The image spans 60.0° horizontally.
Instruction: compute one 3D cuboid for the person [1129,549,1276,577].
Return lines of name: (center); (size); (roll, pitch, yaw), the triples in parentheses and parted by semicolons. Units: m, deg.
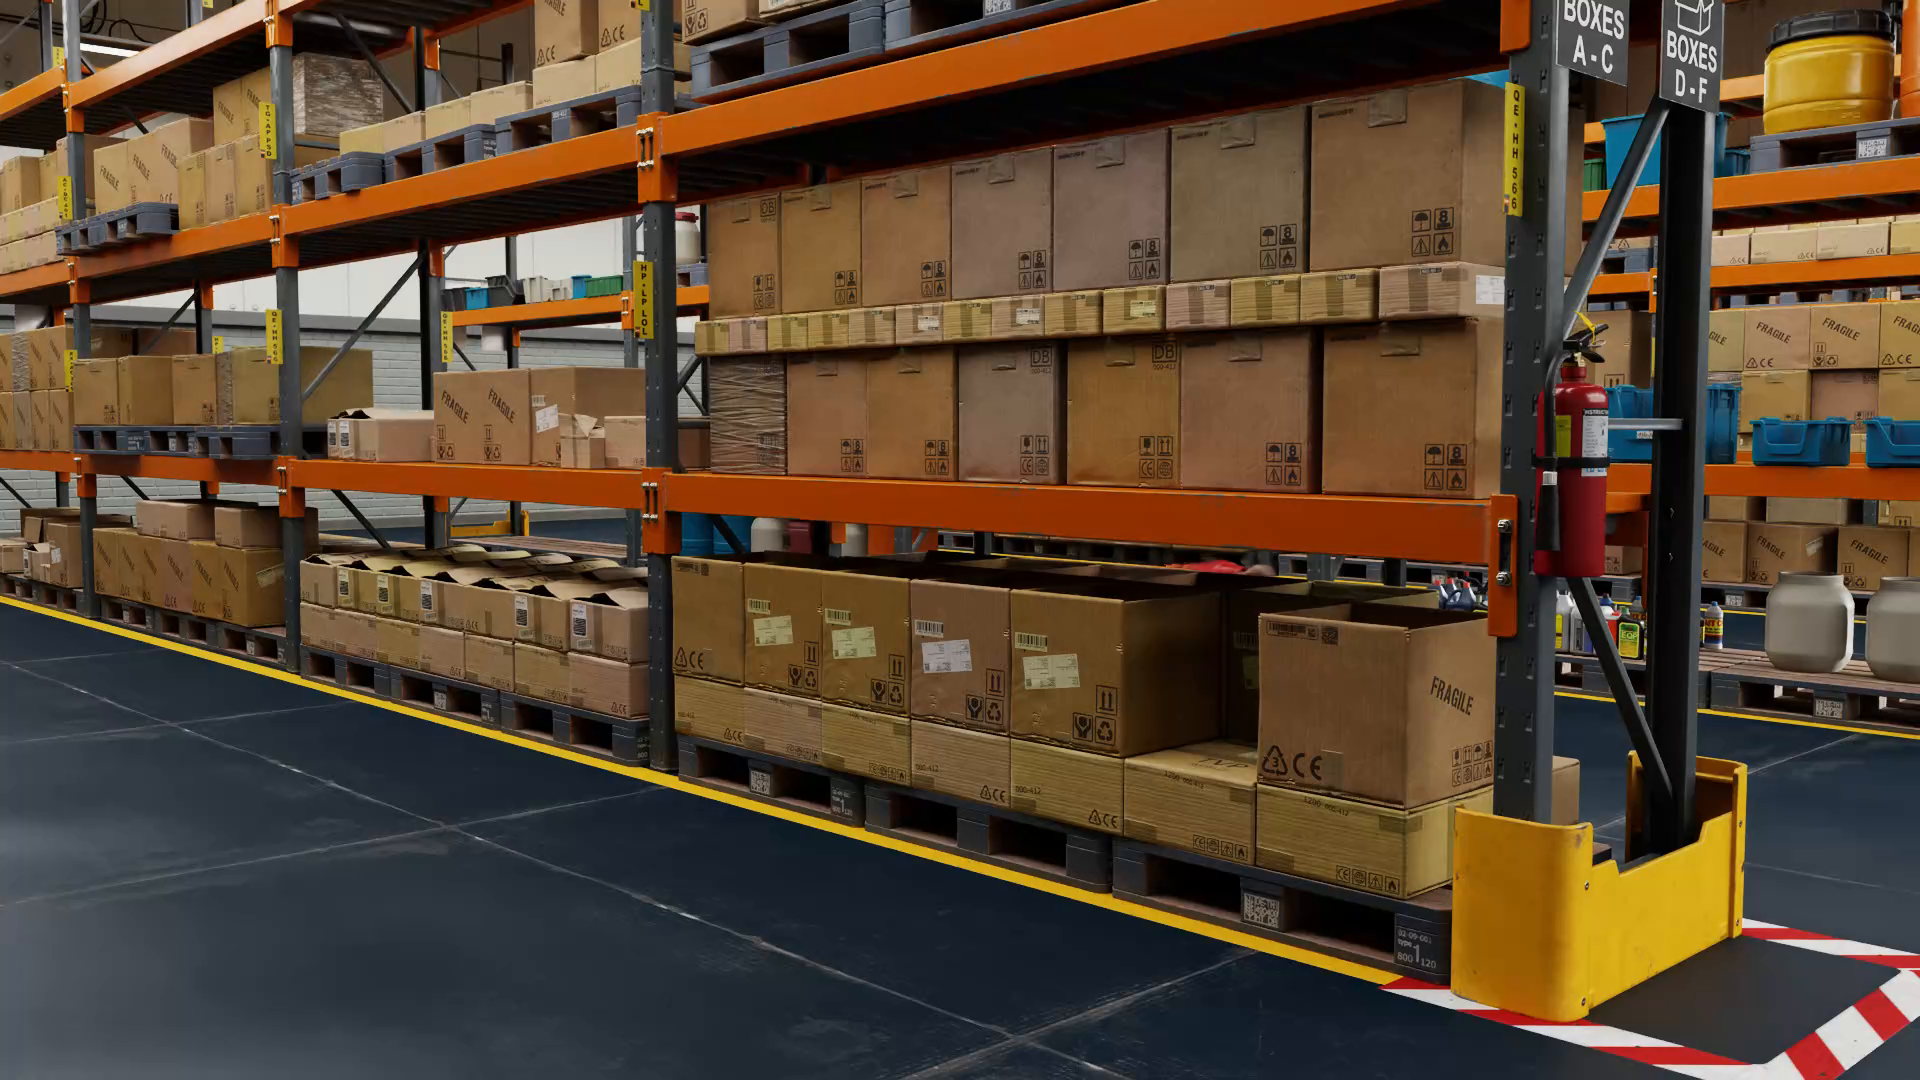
person: (1.357, 0.470, 9.335); (0.956, 0.838, 0.532); (4, 5, 44)
